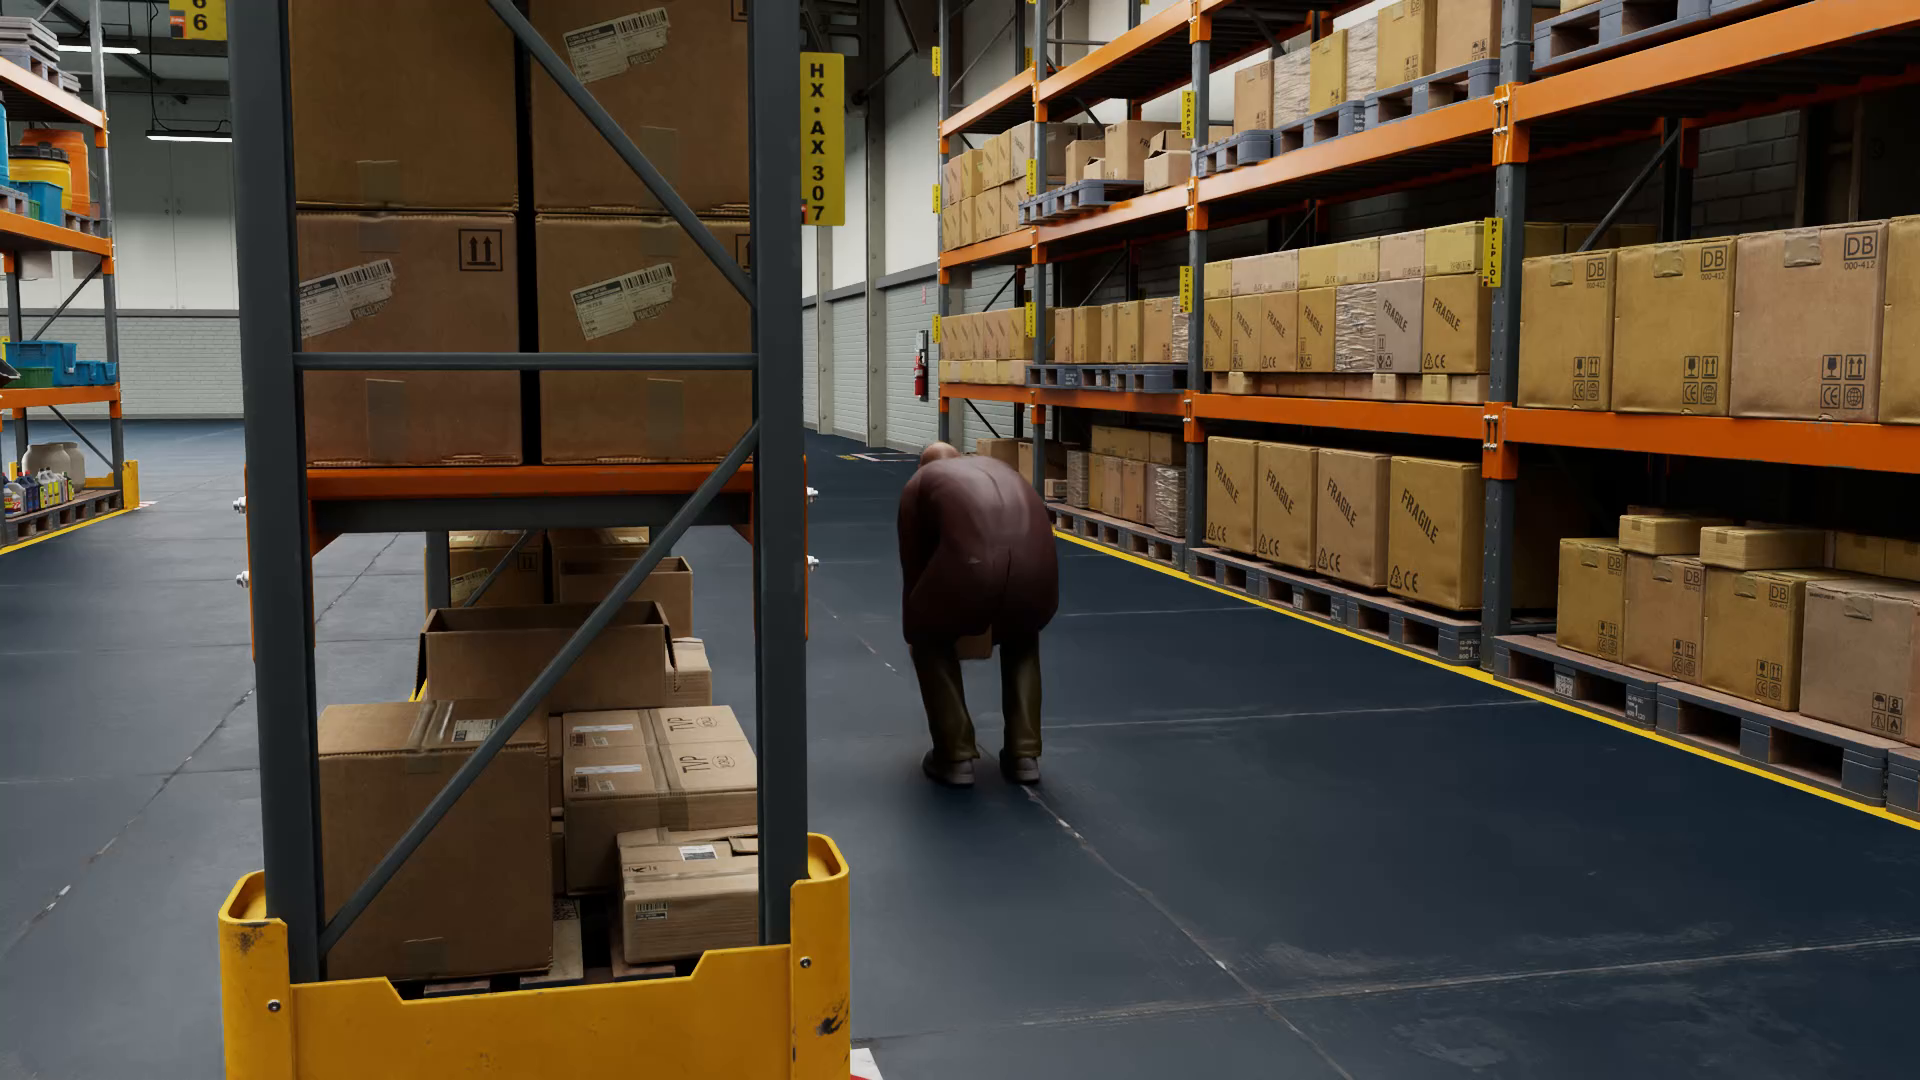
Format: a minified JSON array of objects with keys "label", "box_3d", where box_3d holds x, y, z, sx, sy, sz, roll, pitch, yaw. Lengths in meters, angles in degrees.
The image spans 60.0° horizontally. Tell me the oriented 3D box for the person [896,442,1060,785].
[{"label":"person","box_3d":[0.042,0.266,6.245,0.579,1.173,0.928,-2,6,-16]}]
